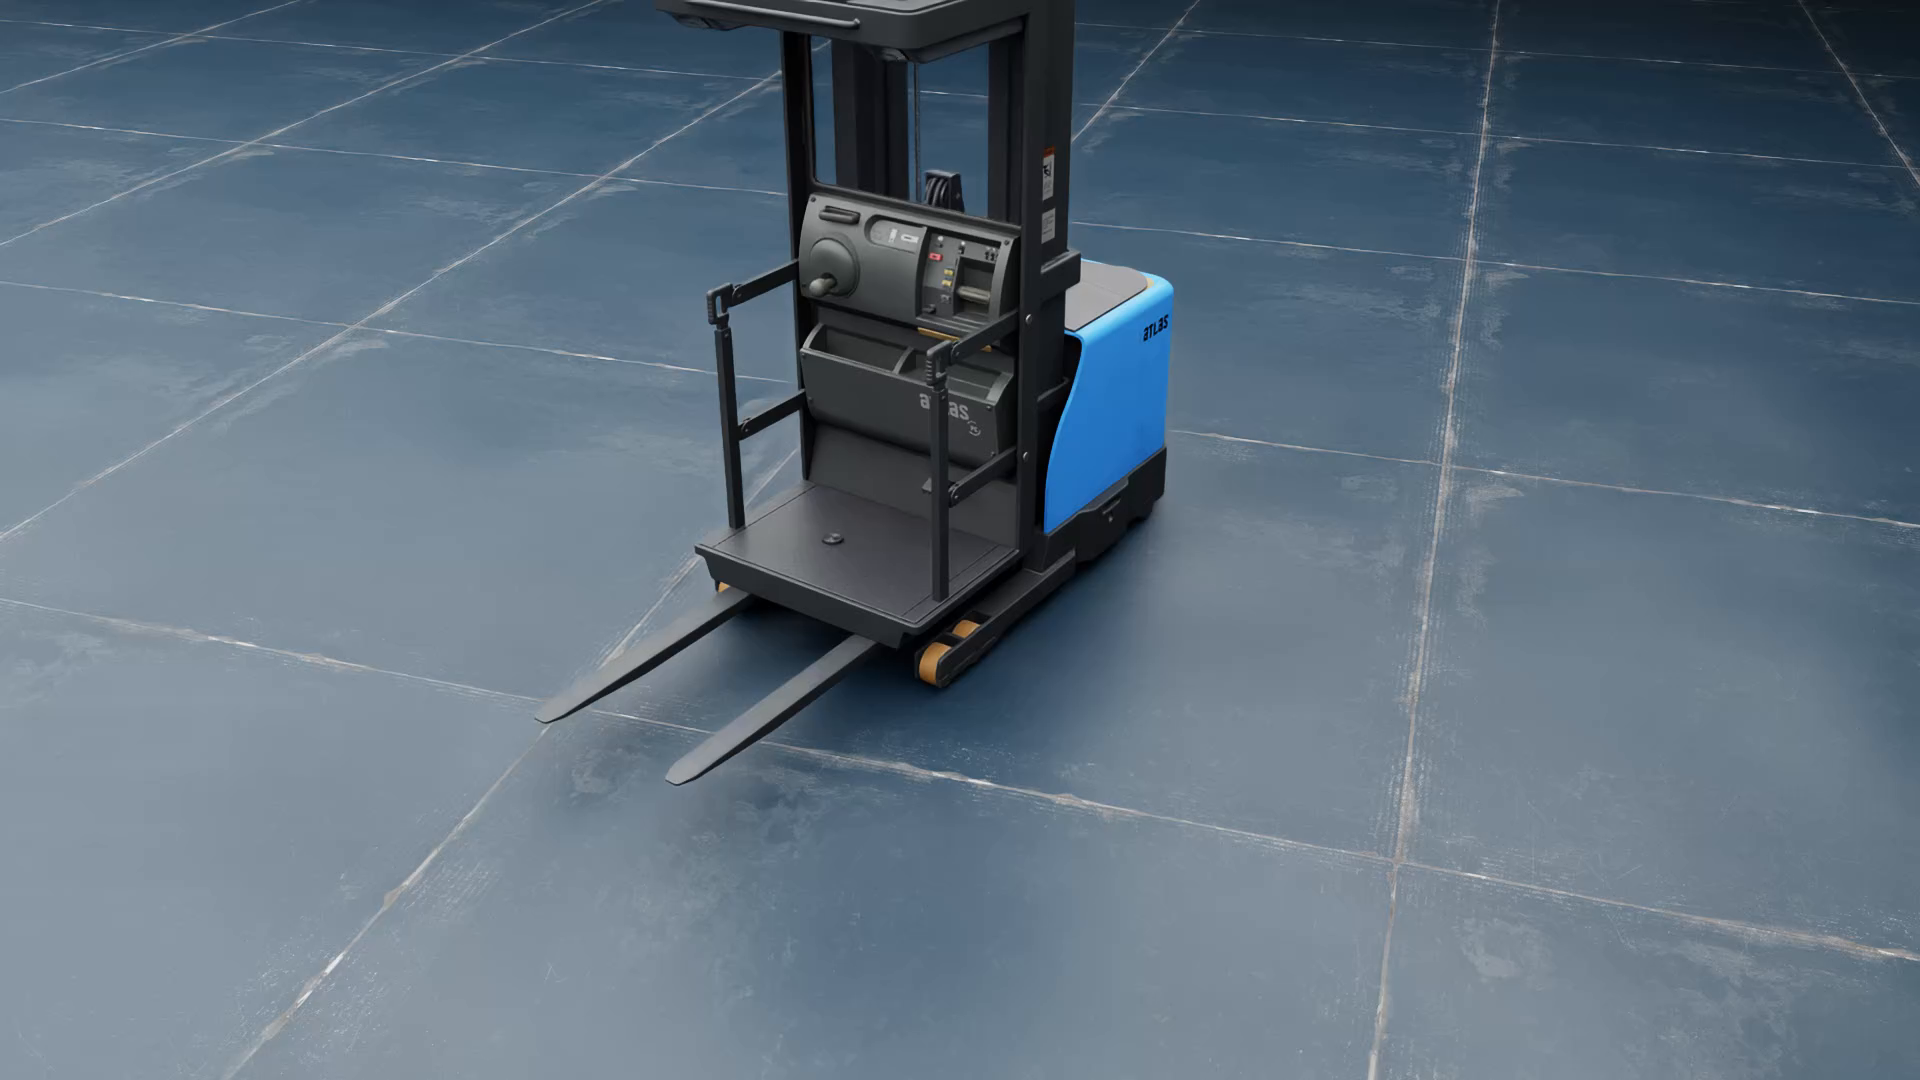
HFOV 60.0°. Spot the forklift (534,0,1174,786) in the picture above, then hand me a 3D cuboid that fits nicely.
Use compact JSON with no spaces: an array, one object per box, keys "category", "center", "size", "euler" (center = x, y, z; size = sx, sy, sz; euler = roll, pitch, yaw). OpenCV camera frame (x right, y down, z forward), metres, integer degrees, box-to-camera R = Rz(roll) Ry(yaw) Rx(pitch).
[{"category":"forklift","center":[-0.329,-0.993,6.019],"size":[1.130,2.935,3.031],"euler":[18,34,30]}]
